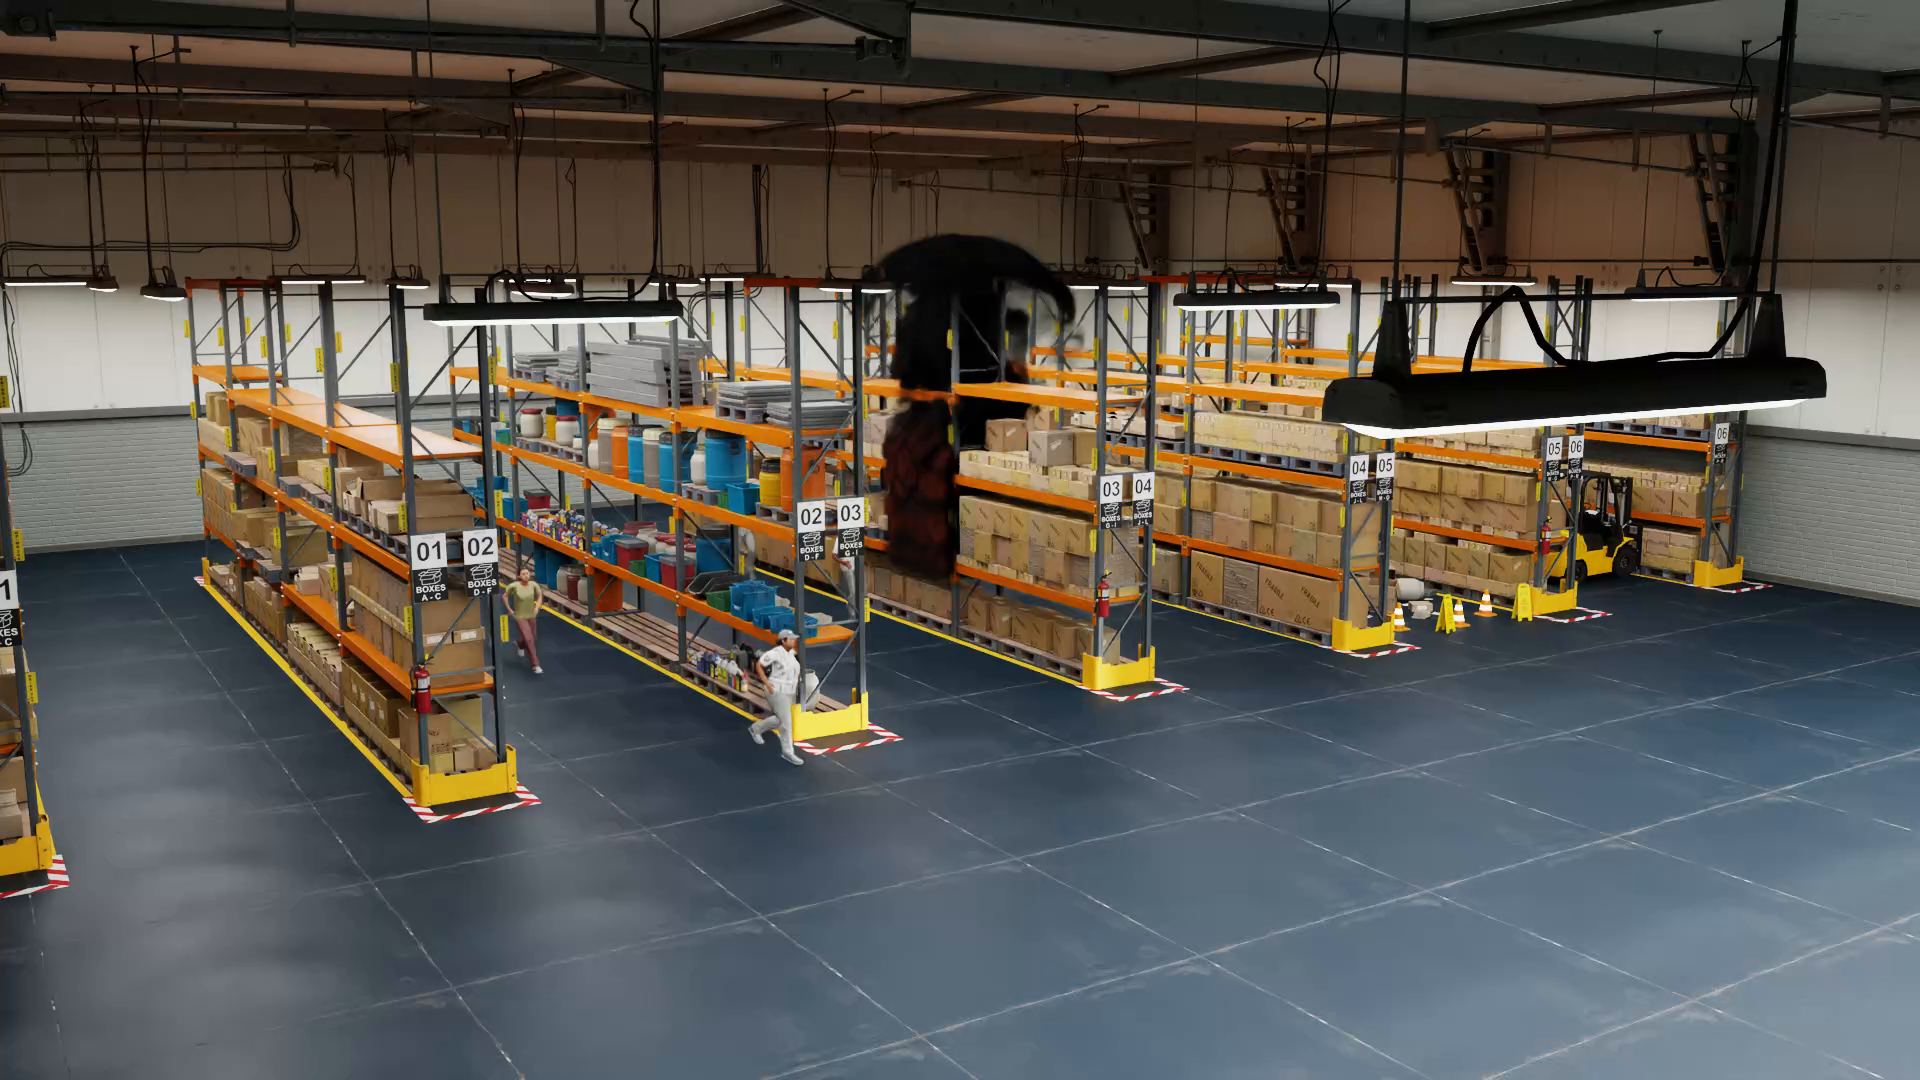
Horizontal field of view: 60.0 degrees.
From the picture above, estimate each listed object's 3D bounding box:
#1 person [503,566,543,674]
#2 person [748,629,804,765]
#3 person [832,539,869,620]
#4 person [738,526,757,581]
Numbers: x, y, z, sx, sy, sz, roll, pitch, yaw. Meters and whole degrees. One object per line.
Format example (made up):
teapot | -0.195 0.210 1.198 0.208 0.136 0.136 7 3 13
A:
person | -6.782 1.212 25.917 0.603 1.655 0.856 -6 11 -34
person | -2.267 1.956 21.234 0.852 1.652 0.631 5 11 26
person | -1.794 0.500 28.102 0.696 1.735 0.522 -8 12 -39
person | -4.205 -0.108 32.151 0.683 1.834 0.784 -6 11 -31
